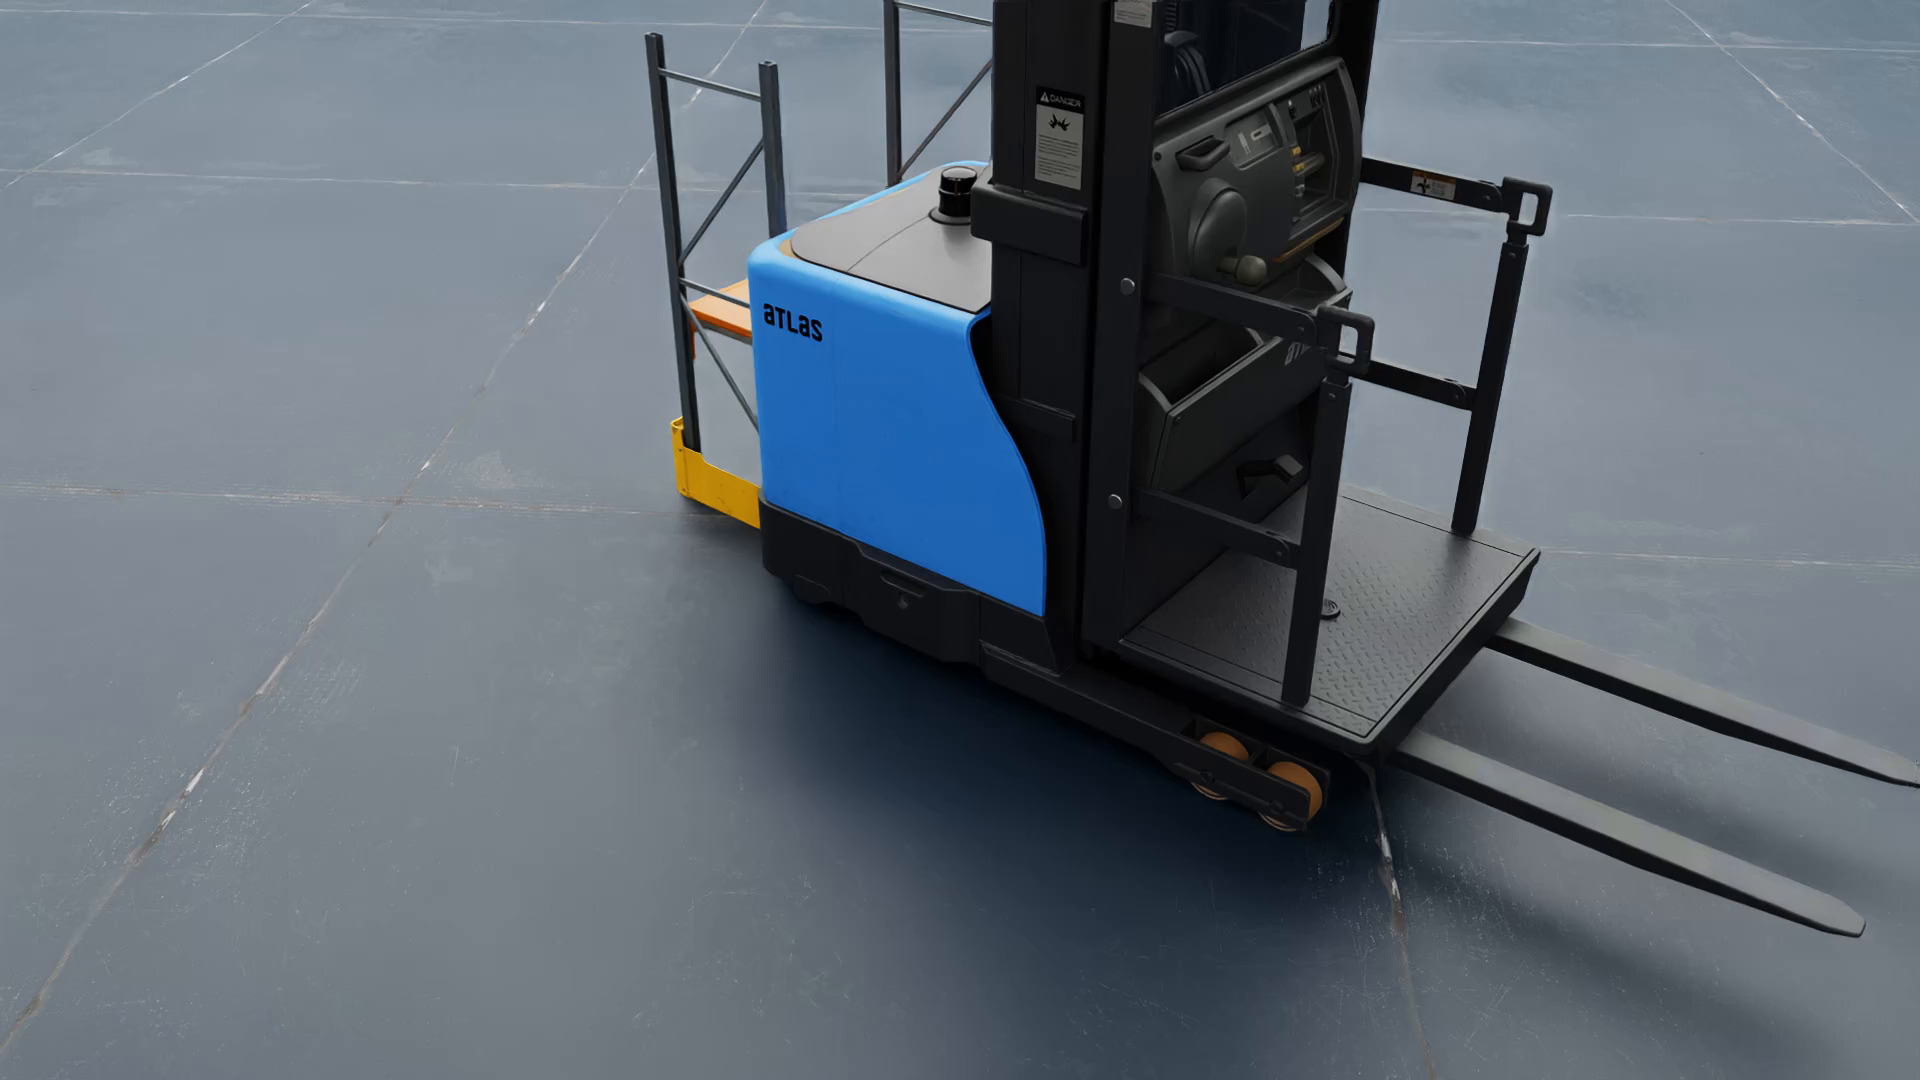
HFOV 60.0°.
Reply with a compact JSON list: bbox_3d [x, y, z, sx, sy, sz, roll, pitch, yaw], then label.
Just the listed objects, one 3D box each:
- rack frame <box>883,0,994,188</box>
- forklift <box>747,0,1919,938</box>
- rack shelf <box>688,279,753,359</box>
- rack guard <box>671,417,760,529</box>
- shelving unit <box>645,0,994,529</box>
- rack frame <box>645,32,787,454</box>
[{"bbox_3d":[-0.049,-1.134,5.661,0.500,1.500,0.032,23,39,33],"label":"rack frame"},{"bbox_3d":[0.884,-0.850,3.835,3.031,2.935,1.130,22,38,31],"label":"forklift"},{"bbox_3d":[-0.371,-0.775,5.421,0.538,0.185,1.000,23,39,33],"label":"rack shelf"},{"bbox_3d":[-0.693,-0.190,5.321,0.587,0.250,0.087,23,39,33],"label":"rack guard"},{"bbox_3d":[-0.377,-0.924,5.320,0.587,1.500,1.083,23,39,33],"label":"shelving unit"},{"bbox_3d":[-0.693,-0.722,4.992,0.500,1.500,0.032,23,39,33],"label":"rack frame"}]
